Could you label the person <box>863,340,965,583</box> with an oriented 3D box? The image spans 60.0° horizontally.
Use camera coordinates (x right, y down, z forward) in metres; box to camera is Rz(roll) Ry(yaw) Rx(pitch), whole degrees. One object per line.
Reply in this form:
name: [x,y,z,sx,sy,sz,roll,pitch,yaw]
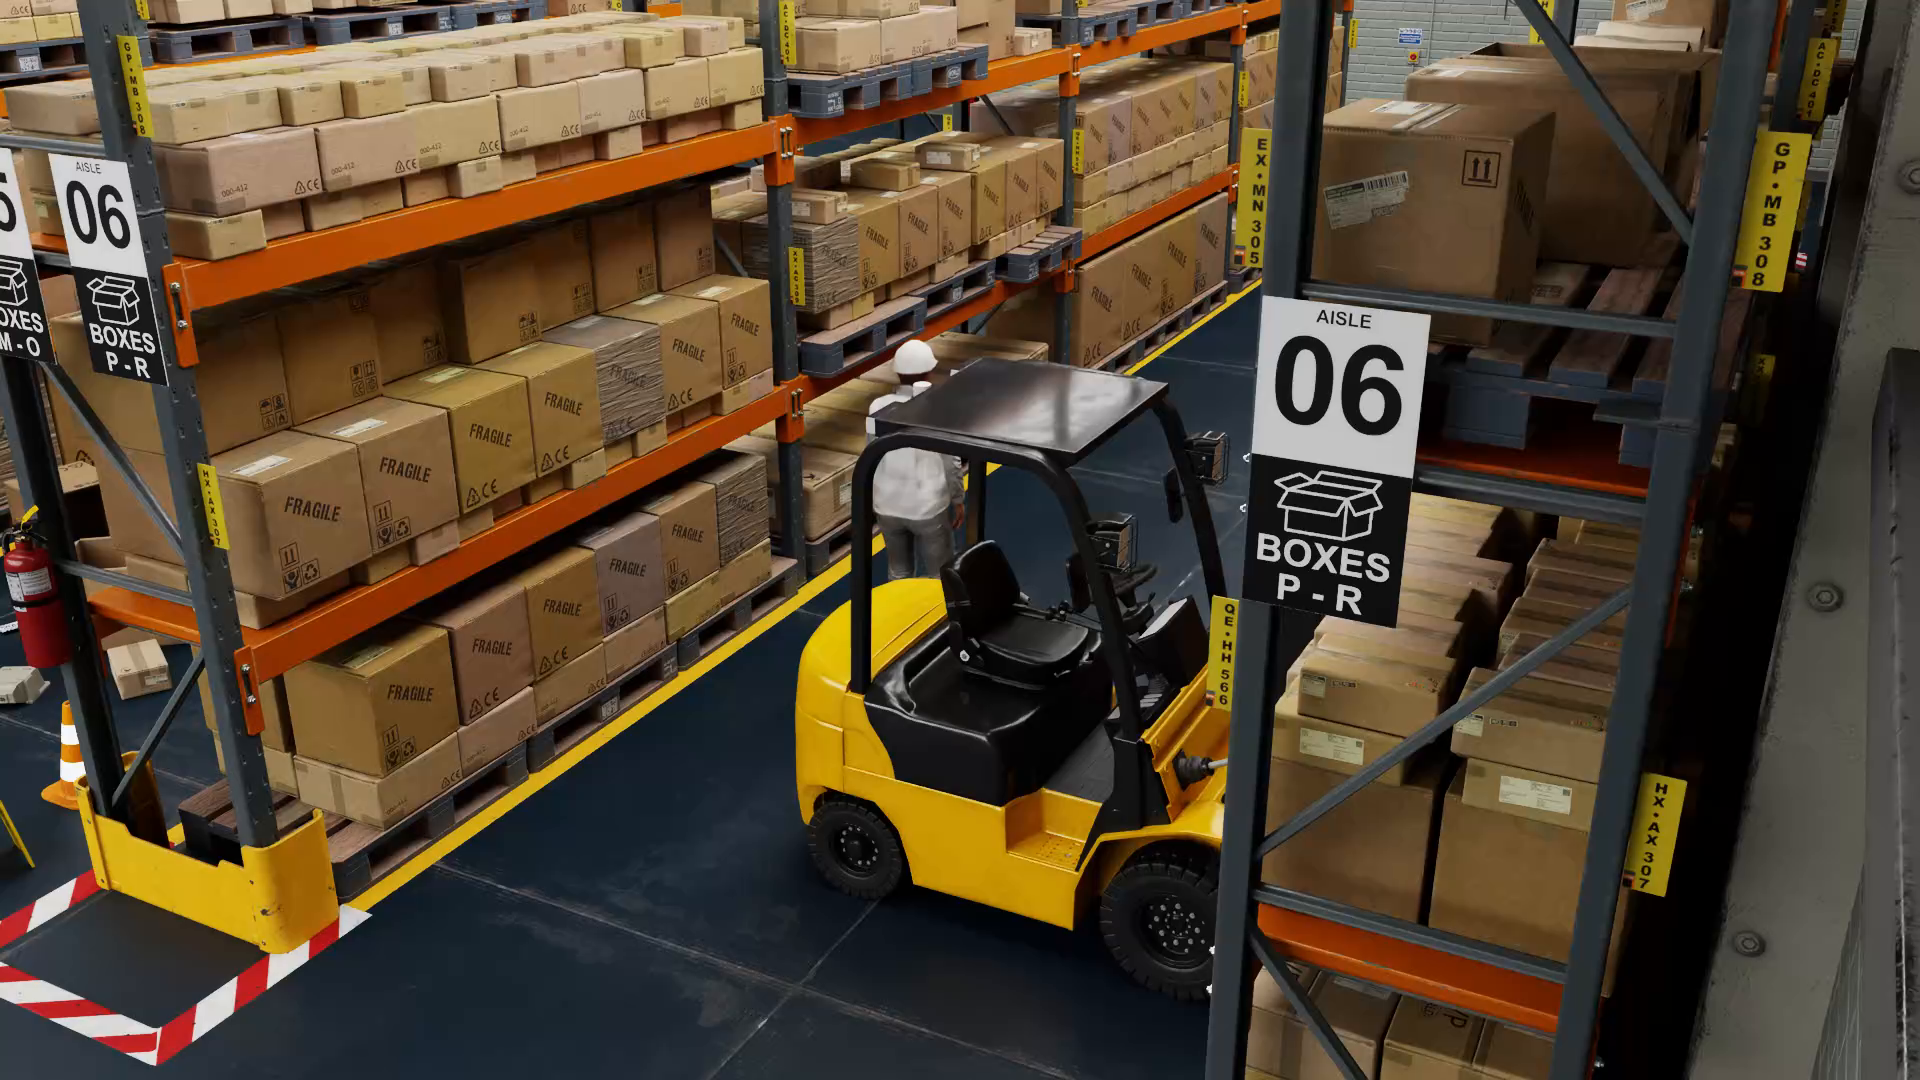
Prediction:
person: [-0.245,-0.213,9.075,0.572,1.768,0.474,9,24,20]
